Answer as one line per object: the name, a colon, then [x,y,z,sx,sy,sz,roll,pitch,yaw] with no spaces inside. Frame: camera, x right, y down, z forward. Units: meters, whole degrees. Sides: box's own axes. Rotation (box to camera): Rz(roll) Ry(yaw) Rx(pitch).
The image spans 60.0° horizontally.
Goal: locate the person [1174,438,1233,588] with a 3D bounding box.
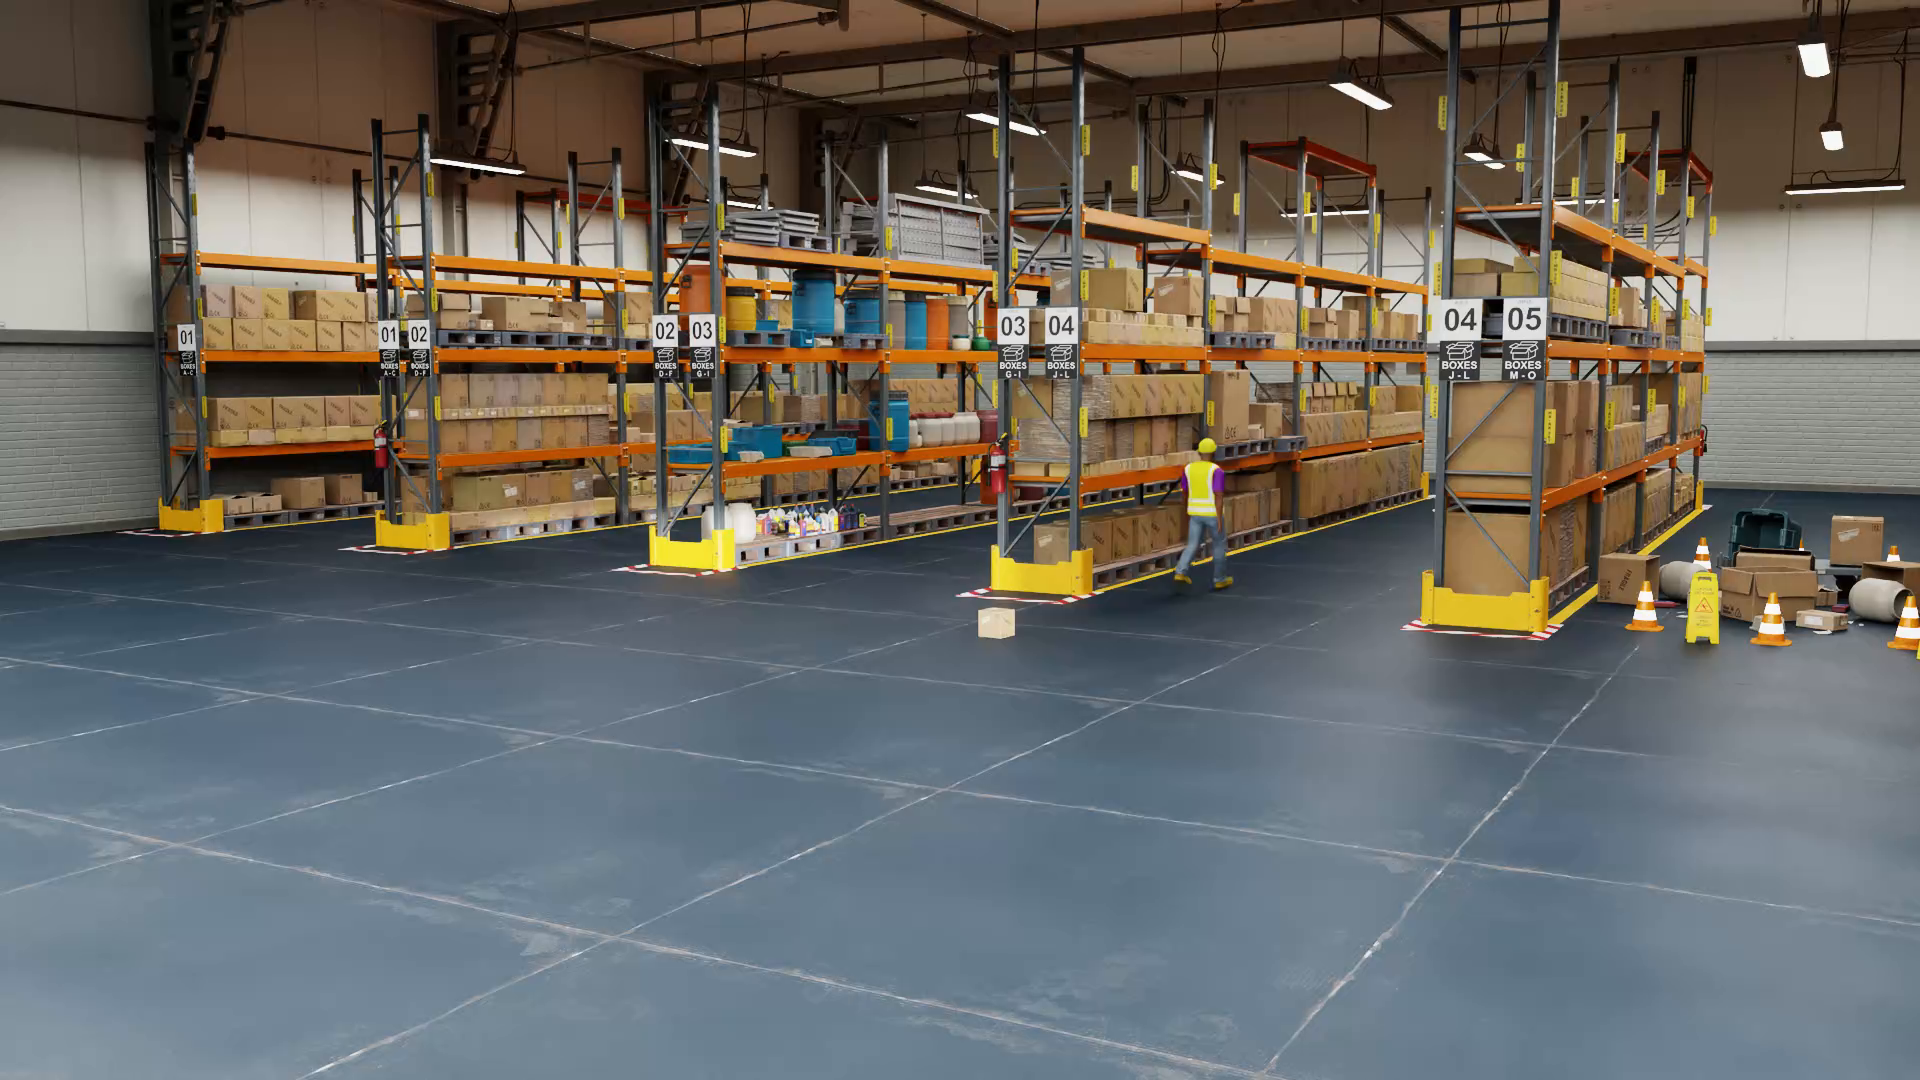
person: [2.779,-0.296,18.922,0.597,1.734,1.003,4,7,34]
